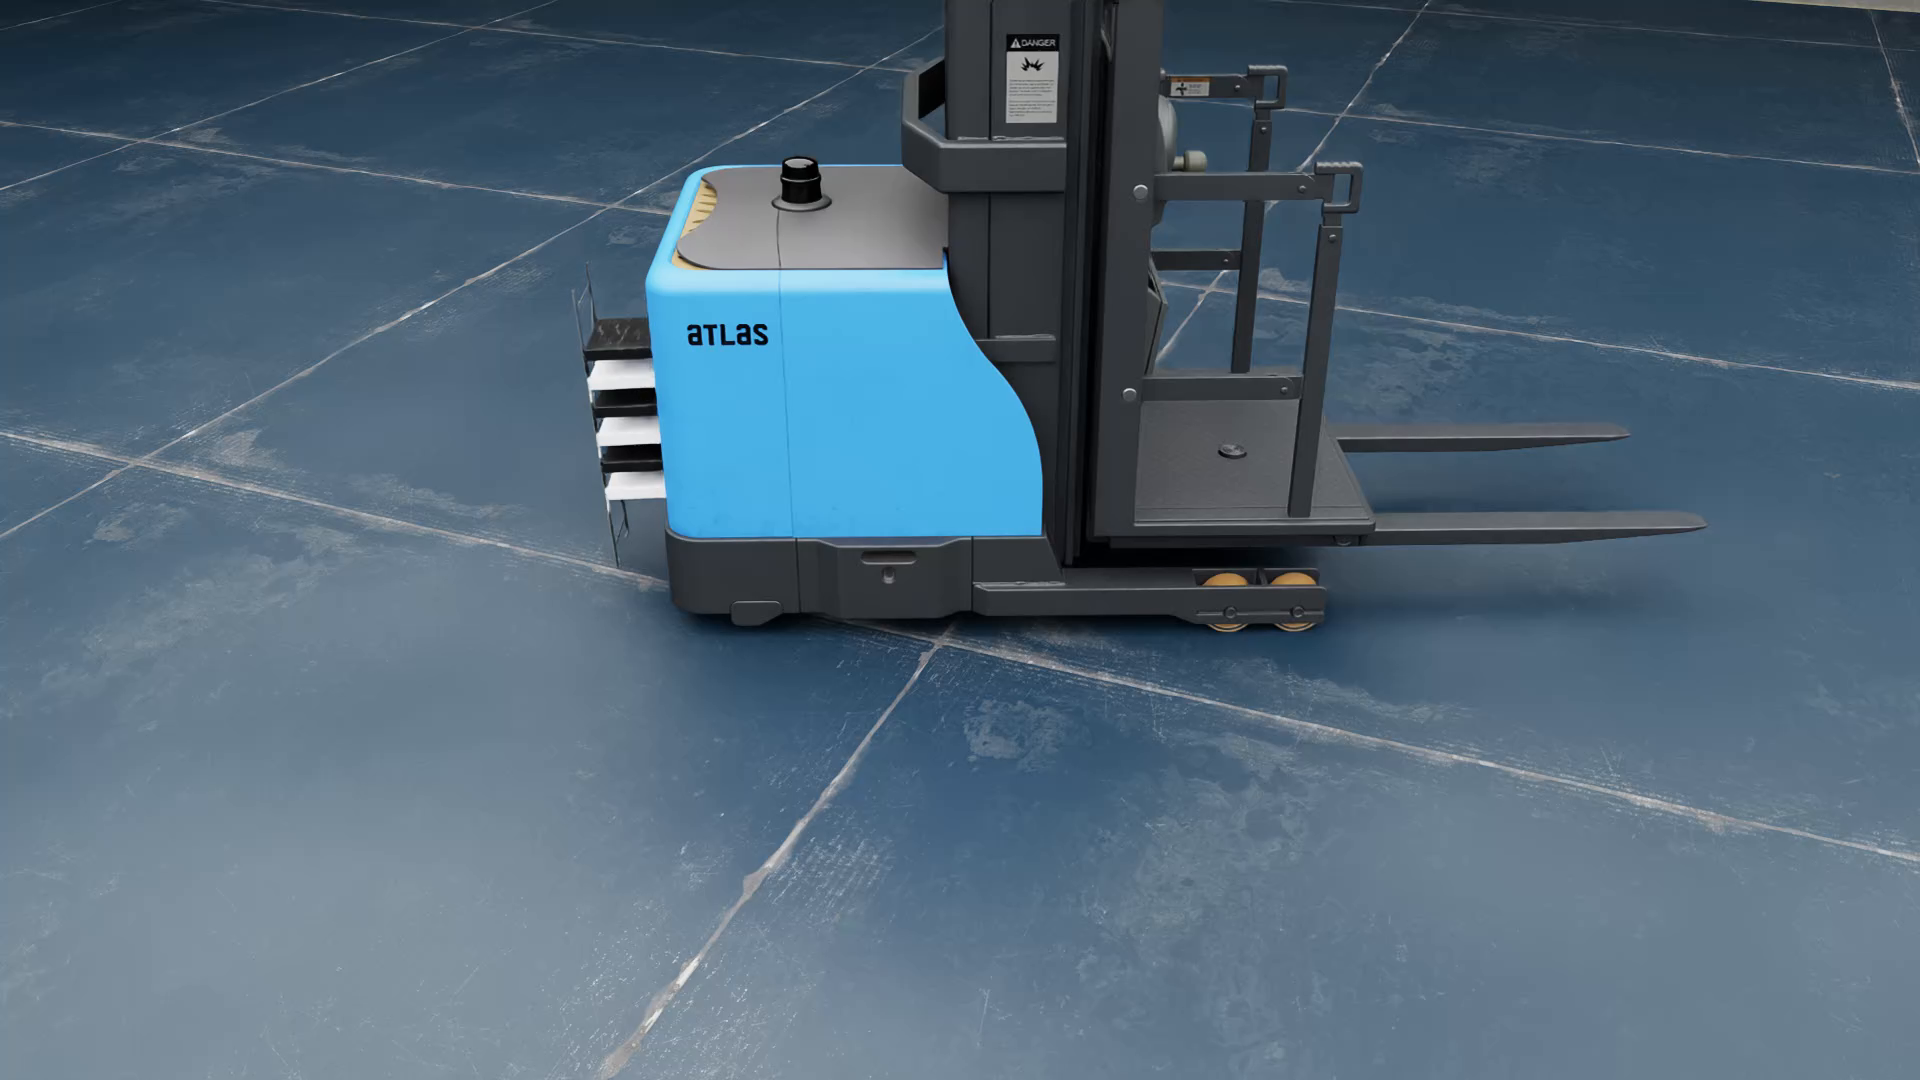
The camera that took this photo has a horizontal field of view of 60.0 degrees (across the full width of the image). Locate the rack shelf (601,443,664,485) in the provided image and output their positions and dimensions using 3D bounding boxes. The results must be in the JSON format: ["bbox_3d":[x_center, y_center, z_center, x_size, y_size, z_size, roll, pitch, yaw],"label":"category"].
[{"bbox_3d":[-0.965,-0.262,5.042,0.200,0.077,0.258,-3,30,0],"label":"rack shelf"}]

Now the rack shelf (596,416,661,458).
[{"bbox_3d":[-0.968,-0.340,4.997,0.200,0.077,0.258,-3,30,0],"label":"rack shelf"}]

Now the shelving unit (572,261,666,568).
[{"bbox_3d":[-0.970,-0.369,4.981,0.210,0.900,0.258,-3,30,0],"label":"shelving unit"}]

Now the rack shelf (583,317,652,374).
[{"bbox_3d":[-0.978,-0.575,4.864,0.200,0.077,0.258,-3,30,0],"label":"rack shelf"}]

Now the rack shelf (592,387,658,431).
[{"bbox_3d":[-0.972,-0.418,4.953,0.200,0.077,0.258,-3,30,0],"label":"rack shelf"}]

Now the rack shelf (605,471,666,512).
[{"bbox_3d":[-0.962,-0.183,5.086,0.200,0.077,0.258,-3,30,0],"label":"rack shelf"}]

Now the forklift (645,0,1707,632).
[{"bbox_3d":[0.671,-1.273,4.524,3.031,2.935,1.130,-1,29,-1],"label":"forklift"}]

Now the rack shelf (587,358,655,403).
[{"bbox_3d":[-0.975,-0.496,4.909,0.200,0.077,0.258,-3,30,0],"label":"rack shelf"}]

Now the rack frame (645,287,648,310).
[{"bbox_3d":[-0.868,-0.373,4.982,0.006,0.900,0.240,-3,30,0],"label":"rack frame"}]

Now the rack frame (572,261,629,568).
[{"bbox_3d":[-1.071,-0.364,4.980,0.006,0.900,0.240,-3,30,0],"label":"rack frame"}]
